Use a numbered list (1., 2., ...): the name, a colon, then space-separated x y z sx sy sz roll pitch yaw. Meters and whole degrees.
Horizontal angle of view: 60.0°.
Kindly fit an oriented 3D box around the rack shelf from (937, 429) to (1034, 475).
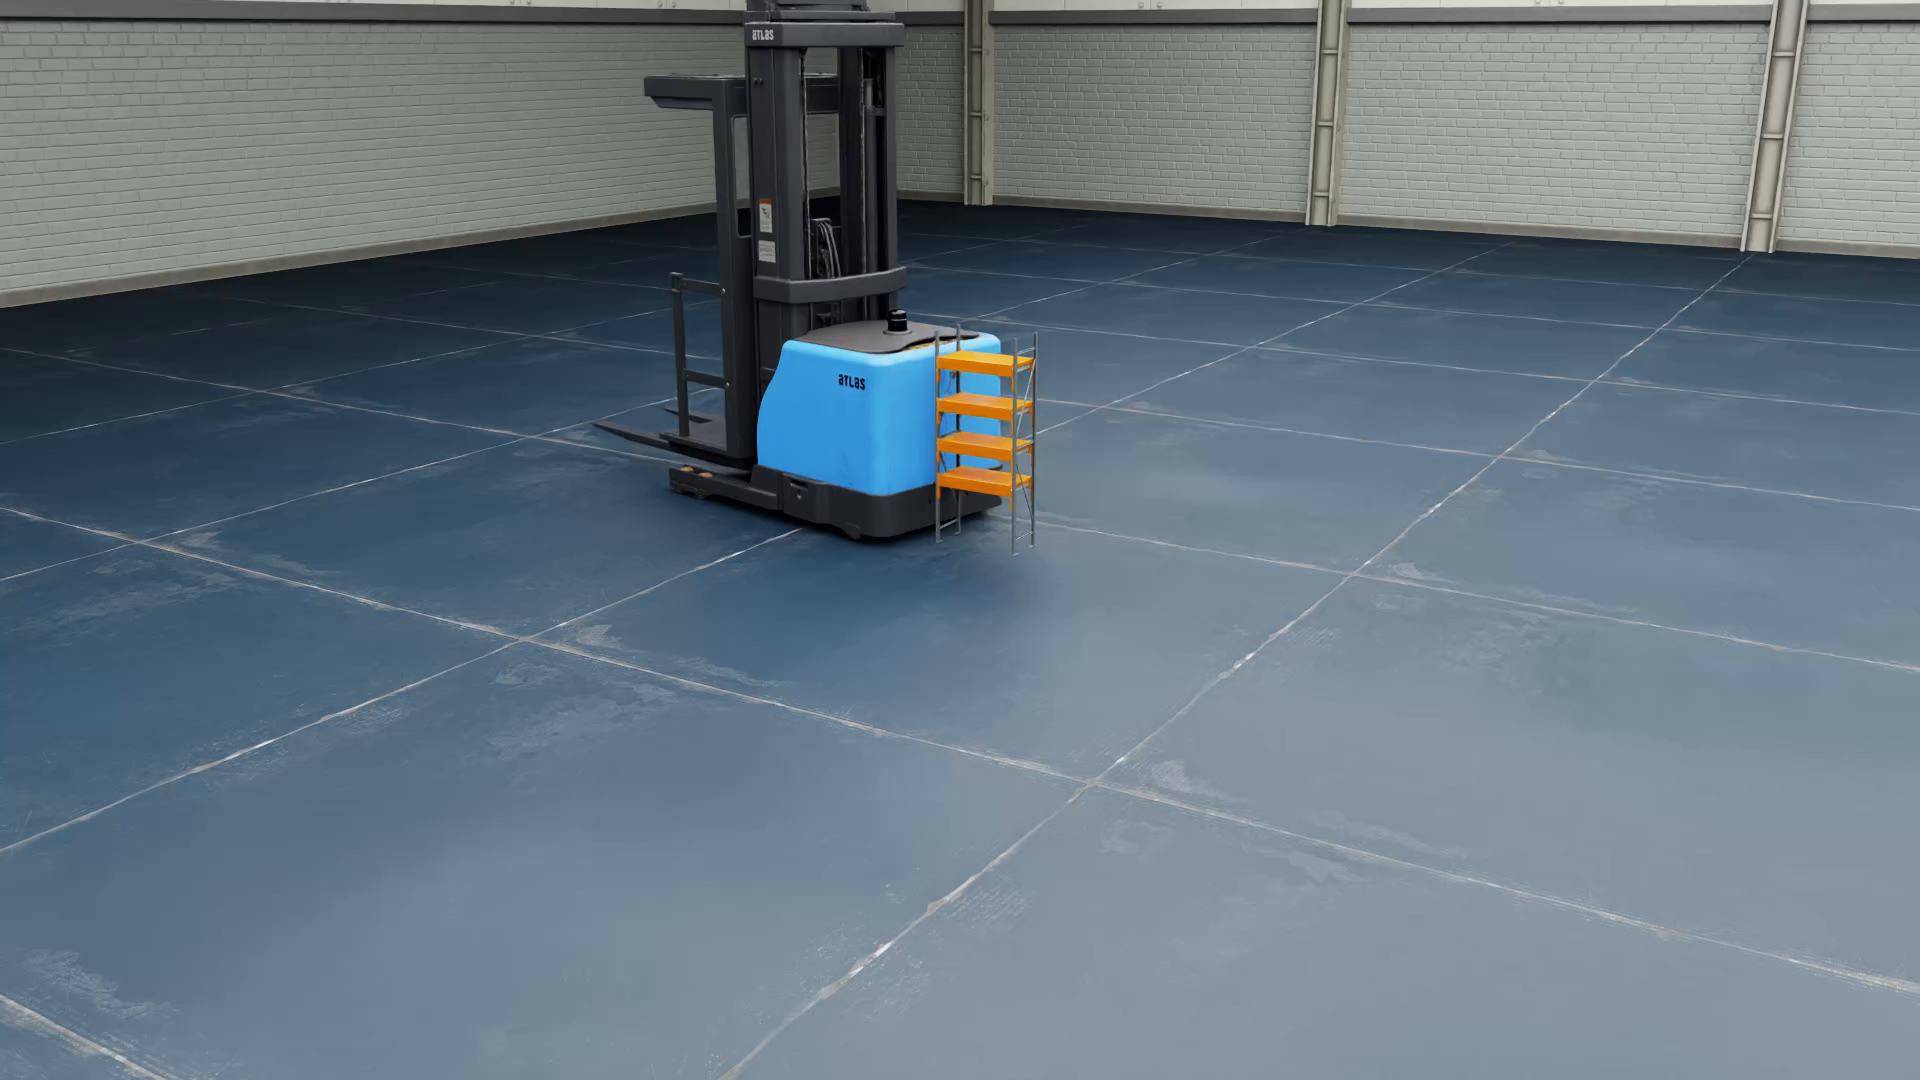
1. rack shelf: 0.141 -0.485 9.143 0.480 0.148 0.258 10 20 30

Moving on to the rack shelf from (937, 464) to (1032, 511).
1. rack shelf: 0.141 -0.295 9.201 0.480 0.148 0.258 10 20 30

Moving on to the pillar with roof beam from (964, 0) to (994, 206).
1. pillar with roof beam: -1.938 -8.890 23.164 0.400 9.000 9.100 10 20 30

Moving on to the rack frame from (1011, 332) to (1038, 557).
1. rack frame: 0.349 -0.512 9.002 0.015 1.200 0.240 10 20 30

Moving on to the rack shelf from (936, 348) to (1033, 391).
1. rack shelf: 0.141 -0.925 9.010 0.480 0.148 0.258 10 20 30

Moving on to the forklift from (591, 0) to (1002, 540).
1. forklift: -1.164 -1.748 10.093 3.031 2.935 1.130 15 23 41

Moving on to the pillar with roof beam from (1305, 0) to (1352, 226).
1. pillar with roof beam: 3.174 -7.977 20.159 0.400 9.000 9.100 10 20 30

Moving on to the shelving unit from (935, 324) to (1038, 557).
1. shelving unit: 0.141 -0.549 9.124 0.503 1.200 0.258 10 20 30

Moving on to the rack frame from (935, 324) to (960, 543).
1. rack frame: -0.067 -0.586 9.246 0.015 1.200 0.240 10 20 30

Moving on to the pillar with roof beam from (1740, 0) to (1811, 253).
1. pillar with roof beam: 8.287 -7.064 17.155 0.400 9.000 9.100 10 20 30

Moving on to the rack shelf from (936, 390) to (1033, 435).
1. rack shelf: 0.141 -0.699 9.078 0.480 0.148 0.258 10 20 30
